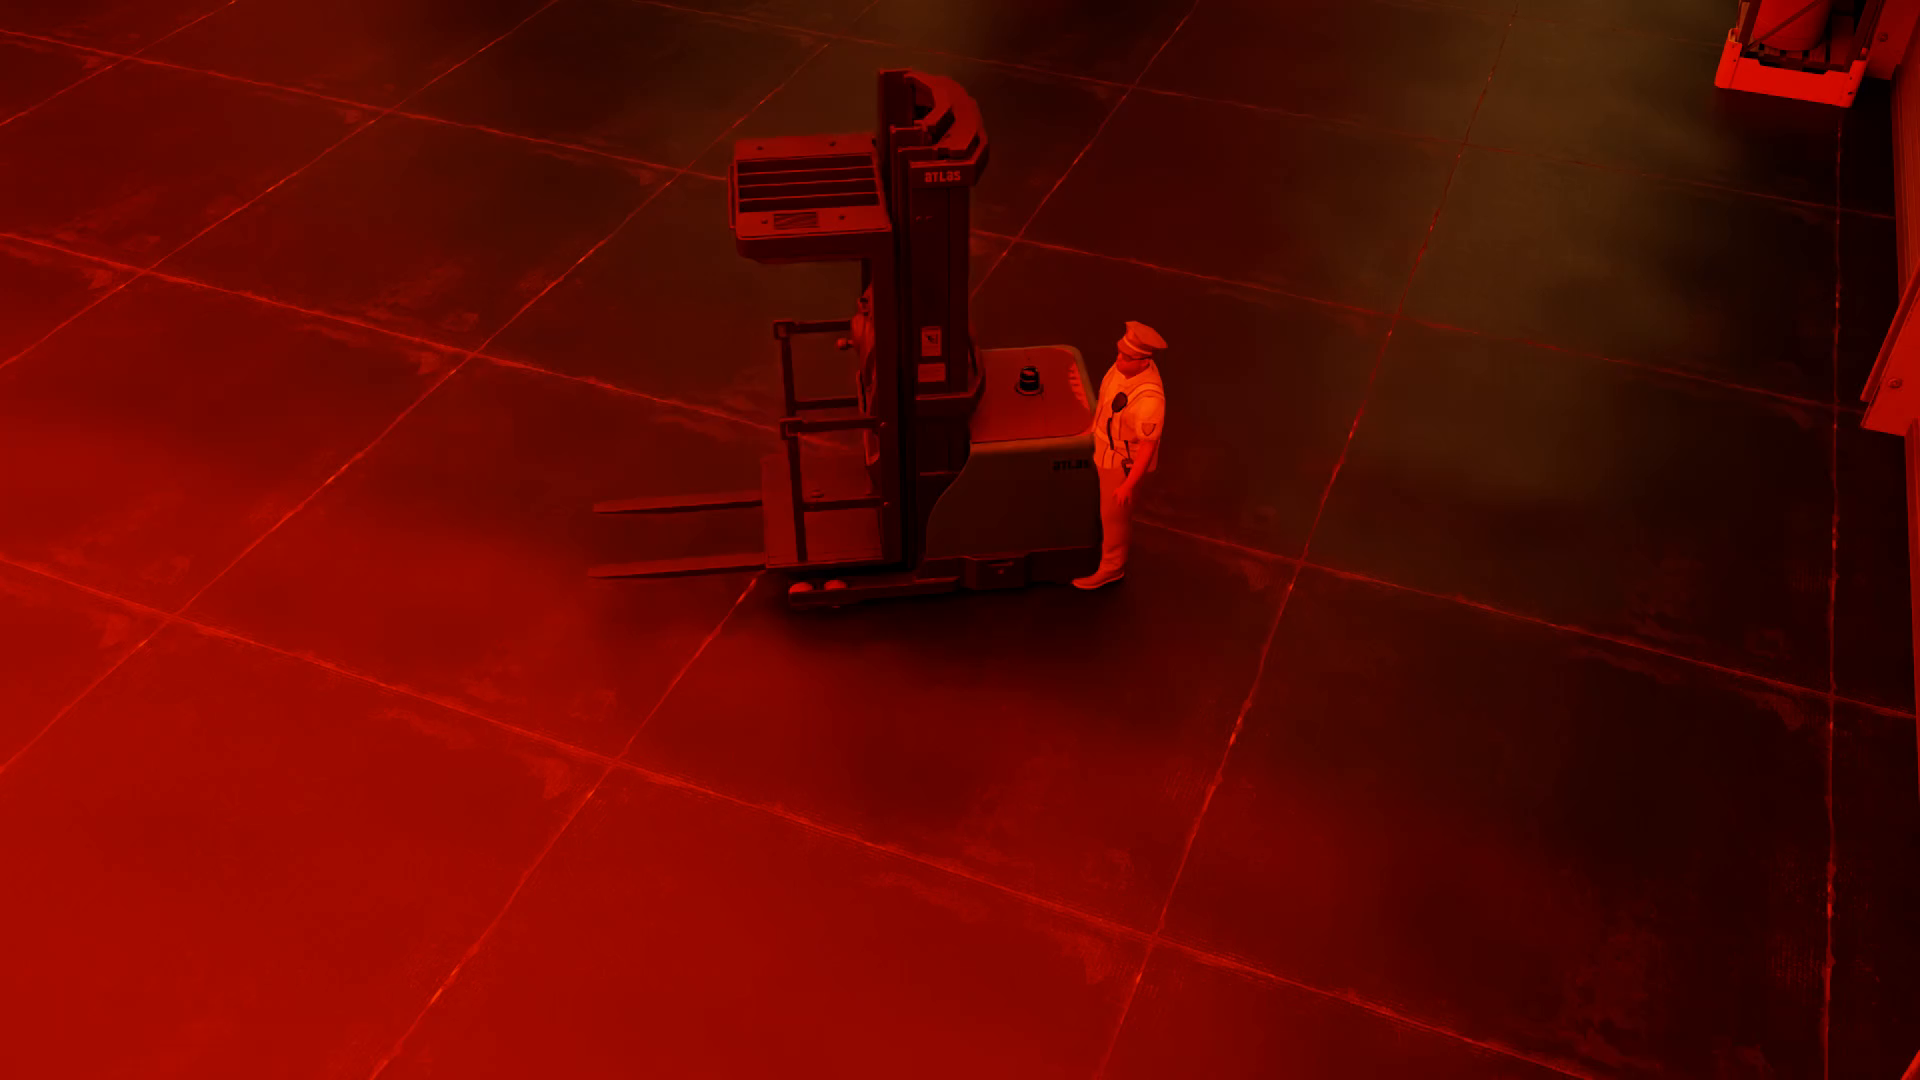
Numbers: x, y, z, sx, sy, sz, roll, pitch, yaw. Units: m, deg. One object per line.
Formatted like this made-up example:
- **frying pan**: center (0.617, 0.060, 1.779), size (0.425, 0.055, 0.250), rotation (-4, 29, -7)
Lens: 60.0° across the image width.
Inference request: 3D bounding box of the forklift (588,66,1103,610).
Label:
- **forklift**: center (-0.706, -1.070, 9.285), size (3.031, 2.935, 1.130), rotation (-4, 40, -5)

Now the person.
- **person**: center (0.831, -0.476, 9.459), size (0.571, 1.781, 0.641), rotation (-8, 41, -10)
